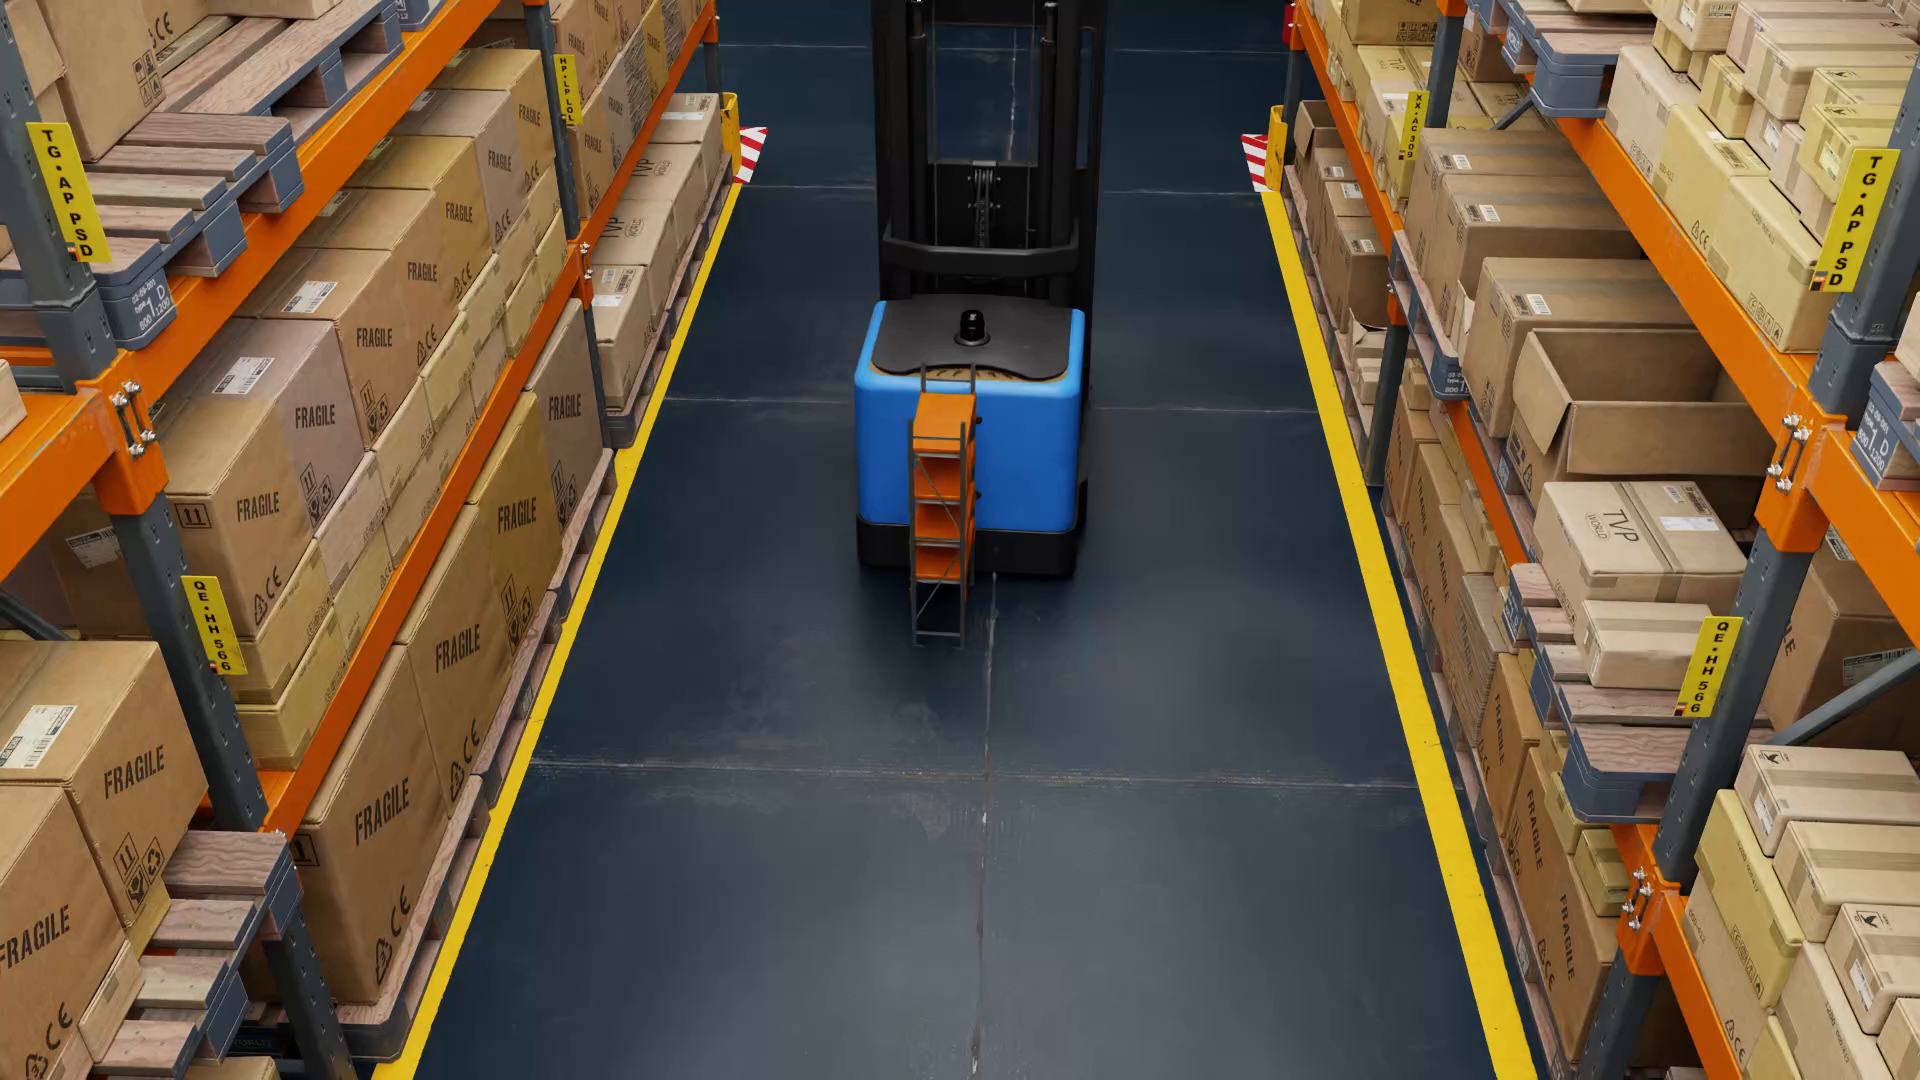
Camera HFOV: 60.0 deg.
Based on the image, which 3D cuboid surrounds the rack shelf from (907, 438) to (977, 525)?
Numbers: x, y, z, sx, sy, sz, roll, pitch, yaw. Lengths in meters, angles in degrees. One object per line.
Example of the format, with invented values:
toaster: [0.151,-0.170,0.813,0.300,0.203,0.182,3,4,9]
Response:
rack shelf: [-0.075,-0.267,7.315,0.258,0.148,0.480,3,35,4]

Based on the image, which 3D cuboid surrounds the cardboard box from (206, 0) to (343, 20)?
cardboard box: [-2.274,-1.850,5.503,0.380,0.166,0.250,4,35,6]

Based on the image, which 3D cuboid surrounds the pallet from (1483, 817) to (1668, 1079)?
pallet: [2.519,1.487,5.950,1.003,0.211,1.213,1,35,2]

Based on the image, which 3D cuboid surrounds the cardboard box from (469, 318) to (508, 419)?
cardboard box: [-2.175,-0.729,6.809,0.500,0.250,0.500,0,35,1]

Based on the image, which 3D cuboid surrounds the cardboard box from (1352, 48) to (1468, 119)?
cardboard box: [2.428,-2.457,9.009,0.500,0.250,0.500,1,35,2]

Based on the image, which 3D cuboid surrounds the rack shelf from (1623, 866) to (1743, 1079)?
rack shelf: [2.371,2.218,3.111,1.077,0.370,4.000,1,35,2]

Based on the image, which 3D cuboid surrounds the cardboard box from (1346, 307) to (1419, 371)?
cardboard box: [2.356,-1.109,9.232,0.396,0.266,0.258,3,35,4]

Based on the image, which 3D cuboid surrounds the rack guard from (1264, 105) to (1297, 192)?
rack guard: [2.770,-2.755,11.736,1.175,0.500,0.348,1,35,2]

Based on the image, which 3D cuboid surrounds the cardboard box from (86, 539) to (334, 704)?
cardboard box: [-2.241,0.233,5.005,0.500,0.250,0.500,1,35,2]

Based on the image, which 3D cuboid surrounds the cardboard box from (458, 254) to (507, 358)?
cardboard box: [-2.150,-0.935,6.668,0.500,0.250,0.500,2,35,3]

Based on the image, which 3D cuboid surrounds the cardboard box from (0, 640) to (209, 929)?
cardboard box: [-2.249,0.595,4.084,0.500,0.500,0.500,0,35,1]

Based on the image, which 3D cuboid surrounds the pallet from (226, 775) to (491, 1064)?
pallet: [-2.401,1.352,6.143,1.003,0.211,1.213,1,35,2]

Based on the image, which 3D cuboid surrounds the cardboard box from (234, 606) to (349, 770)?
cardboard box: [-2.237,0.448,5.134,0.500,0.250,0.500,1,35,1]

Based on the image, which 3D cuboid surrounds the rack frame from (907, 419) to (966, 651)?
rack frame: [-0.097,0.000,7.206,0.240,1.200,0.015,3,35,4]

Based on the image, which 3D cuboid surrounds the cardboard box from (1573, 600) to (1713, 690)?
cardboard box: [2.095,0.319,5.040,0.380,0.149,0.250,2,35,3]

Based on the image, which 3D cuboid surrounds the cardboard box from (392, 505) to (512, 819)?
cardboard box: [-2.357,0.452,6.481,0.875,0.875,0.875,2,35,2]

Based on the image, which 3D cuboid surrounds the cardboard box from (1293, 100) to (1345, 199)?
cardboard box: [2.654,-2.623,11.179,0.797,0.503,0.637,0,35,0]

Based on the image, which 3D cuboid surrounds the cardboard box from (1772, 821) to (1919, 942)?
cardboard box: [2.135,0.798,3.855,0.380,0.149,0.250,2,35,3]

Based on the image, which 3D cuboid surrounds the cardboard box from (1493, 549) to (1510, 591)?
cardboard box: [2.360,0.169,6.645,0.380,0.149,0.250,1,35,2]

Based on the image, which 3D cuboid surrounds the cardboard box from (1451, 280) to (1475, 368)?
cardboard box: [2.173,-0.851,6.604,0.396,0.266,0.258,3,35,4]

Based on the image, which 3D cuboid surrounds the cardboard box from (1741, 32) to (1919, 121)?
cardboard box: [2.246,-1.183,4.241,0.380,0.149,0.250,0,35,0]

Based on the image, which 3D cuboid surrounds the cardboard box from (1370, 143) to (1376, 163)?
cardboard box: [2.385,-2.060,8.791,0.380,0.149,0.250,2,35,3]

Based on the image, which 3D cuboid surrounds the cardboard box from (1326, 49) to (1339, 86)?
cardboard box: [2.384,-2.798,9.840,0.380,0.149,0.250,0,35,1]

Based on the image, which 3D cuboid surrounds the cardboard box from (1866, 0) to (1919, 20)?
cardboard box: [2.774,-1.467,4.646,0.380,0.149,0.250,1,35,2]

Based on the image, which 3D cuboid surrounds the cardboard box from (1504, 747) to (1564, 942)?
cardboard box: [2.284,1.090,5.899,0.500,0.500,0.500,1,35,1]

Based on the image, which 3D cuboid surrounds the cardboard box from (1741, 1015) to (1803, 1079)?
cardboard box: [2.164,1.374,3.817,0.500,0.250,0.500,1,35,1]

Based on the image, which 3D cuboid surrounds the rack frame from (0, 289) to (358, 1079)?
rack frame: [-2.508,0.662,4.699,1.000,3.000,0.127,1,35,2]

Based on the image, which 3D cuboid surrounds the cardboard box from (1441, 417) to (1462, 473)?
cardboard box: [2.399,-0.430,7.497,0.380,0.149,0.250,0,35,-1]

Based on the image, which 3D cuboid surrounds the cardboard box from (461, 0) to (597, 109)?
cardboard box: [-2.086,-2.354,8.034,0.500,0.500,0.500,2,35,2]

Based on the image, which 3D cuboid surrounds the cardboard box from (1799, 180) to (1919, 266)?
cardboard box: [2.225,-0.764,3.903,0.380,0.149,0.250,2,35,3]

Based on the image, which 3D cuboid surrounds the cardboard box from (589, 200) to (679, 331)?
cardboard box: [-2.180,-1.632,9.827,0.875,0.438,0.875,0,35,0]

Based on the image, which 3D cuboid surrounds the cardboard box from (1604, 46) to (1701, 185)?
cardboard box: [2.269,-1.268,4.968,0.500,0.250,0.500,1,35,2]

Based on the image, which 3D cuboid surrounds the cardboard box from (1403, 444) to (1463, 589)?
cardboard box: [2.356,-0.094,7.584,0.500,0.500,0.500,1,35,1]

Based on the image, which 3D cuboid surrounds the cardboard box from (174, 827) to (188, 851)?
cardboard box: [-2.286,0.787,4.375,0.380,0.149,0.250,3,35,4]

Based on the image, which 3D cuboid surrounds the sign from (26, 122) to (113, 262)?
sign: [-1.966,-0.763,3.669,0.100,0.325,0.005,1,35,2]

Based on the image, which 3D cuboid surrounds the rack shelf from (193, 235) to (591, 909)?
rack shelf: [-2.428,-0.193,6.541,1.077,0.370,4.000,1,35,2]

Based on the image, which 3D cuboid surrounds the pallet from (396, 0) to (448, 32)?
pallet: [-2.335,-2.257,6.411,0.805,0.209,1.217,0,35,0]

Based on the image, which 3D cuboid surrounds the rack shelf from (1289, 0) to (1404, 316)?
rack shelf: [2.693,-2.378,9.651,1.077,0.370,4.000,1,35,2]

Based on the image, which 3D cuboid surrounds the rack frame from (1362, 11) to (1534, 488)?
rack frame: [2.612,-1.524,7.809,1.000,3.000,0.127,1,35,2]

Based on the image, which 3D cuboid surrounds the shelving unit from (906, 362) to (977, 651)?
shelving unit: [-0.075,-0.139,7.405,0.258,1.200,0.503,3,35,4]

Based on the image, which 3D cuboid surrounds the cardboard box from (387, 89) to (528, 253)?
cardboard box: [-2.128,-1.526,6.856,0.500,0.500,0.500,2,35,3]

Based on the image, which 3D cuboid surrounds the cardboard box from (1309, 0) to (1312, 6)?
cardboard box: [2.486,-3.628,10.675,0.500,0.250,0.500,2,35,2]

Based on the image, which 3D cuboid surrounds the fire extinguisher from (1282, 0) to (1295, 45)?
fire extinguisher: [2.317,-3.733,11.344,0.296,0.674,0.183,1,35,2]

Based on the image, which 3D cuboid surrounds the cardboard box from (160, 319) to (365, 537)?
cardboard box: [-2.234,-0.351,5.184,0.500,0.500,0.500,1,35,2]

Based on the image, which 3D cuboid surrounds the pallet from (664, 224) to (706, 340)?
pallet: [-2.193,-1.633,10.390,1.003,0.211,1.213,1,35,2]

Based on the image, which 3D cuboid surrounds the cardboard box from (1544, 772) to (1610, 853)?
cardboard box: [2.198,0.913,5.587,0.380,0.149,0.250,0,35,-1]

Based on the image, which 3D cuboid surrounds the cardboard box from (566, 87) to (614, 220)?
cardboard box: [-2.067,-1.941,8.316,0.500,0.500,0.500,2,35,3]

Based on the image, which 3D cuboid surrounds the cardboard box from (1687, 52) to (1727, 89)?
cardboard box: [2.317,-1.349,4.735,0.380,0.149,0.250,2,35,2]

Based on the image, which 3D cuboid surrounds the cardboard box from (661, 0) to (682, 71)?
cardboard box: [-1.988,-3.108,9.977,0.500,0.500,0.500,2,35,3]

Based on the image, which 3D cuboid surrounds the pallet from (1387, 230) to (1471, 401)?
pallet: [2.471,-0.989,7.215,1.003,0.211,1.213,1,35,2]

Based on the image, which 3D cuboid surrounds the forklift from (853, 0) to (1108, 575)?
forklift: [0.158,-1.863,8.352,1.130,2.935,3.031,3,35,4]

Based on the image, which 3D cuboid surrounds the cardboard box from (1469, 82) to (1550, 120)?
cardboard box: [2.915,-2.151,8.573,0.500,0.250,0.500,1,35,1]
